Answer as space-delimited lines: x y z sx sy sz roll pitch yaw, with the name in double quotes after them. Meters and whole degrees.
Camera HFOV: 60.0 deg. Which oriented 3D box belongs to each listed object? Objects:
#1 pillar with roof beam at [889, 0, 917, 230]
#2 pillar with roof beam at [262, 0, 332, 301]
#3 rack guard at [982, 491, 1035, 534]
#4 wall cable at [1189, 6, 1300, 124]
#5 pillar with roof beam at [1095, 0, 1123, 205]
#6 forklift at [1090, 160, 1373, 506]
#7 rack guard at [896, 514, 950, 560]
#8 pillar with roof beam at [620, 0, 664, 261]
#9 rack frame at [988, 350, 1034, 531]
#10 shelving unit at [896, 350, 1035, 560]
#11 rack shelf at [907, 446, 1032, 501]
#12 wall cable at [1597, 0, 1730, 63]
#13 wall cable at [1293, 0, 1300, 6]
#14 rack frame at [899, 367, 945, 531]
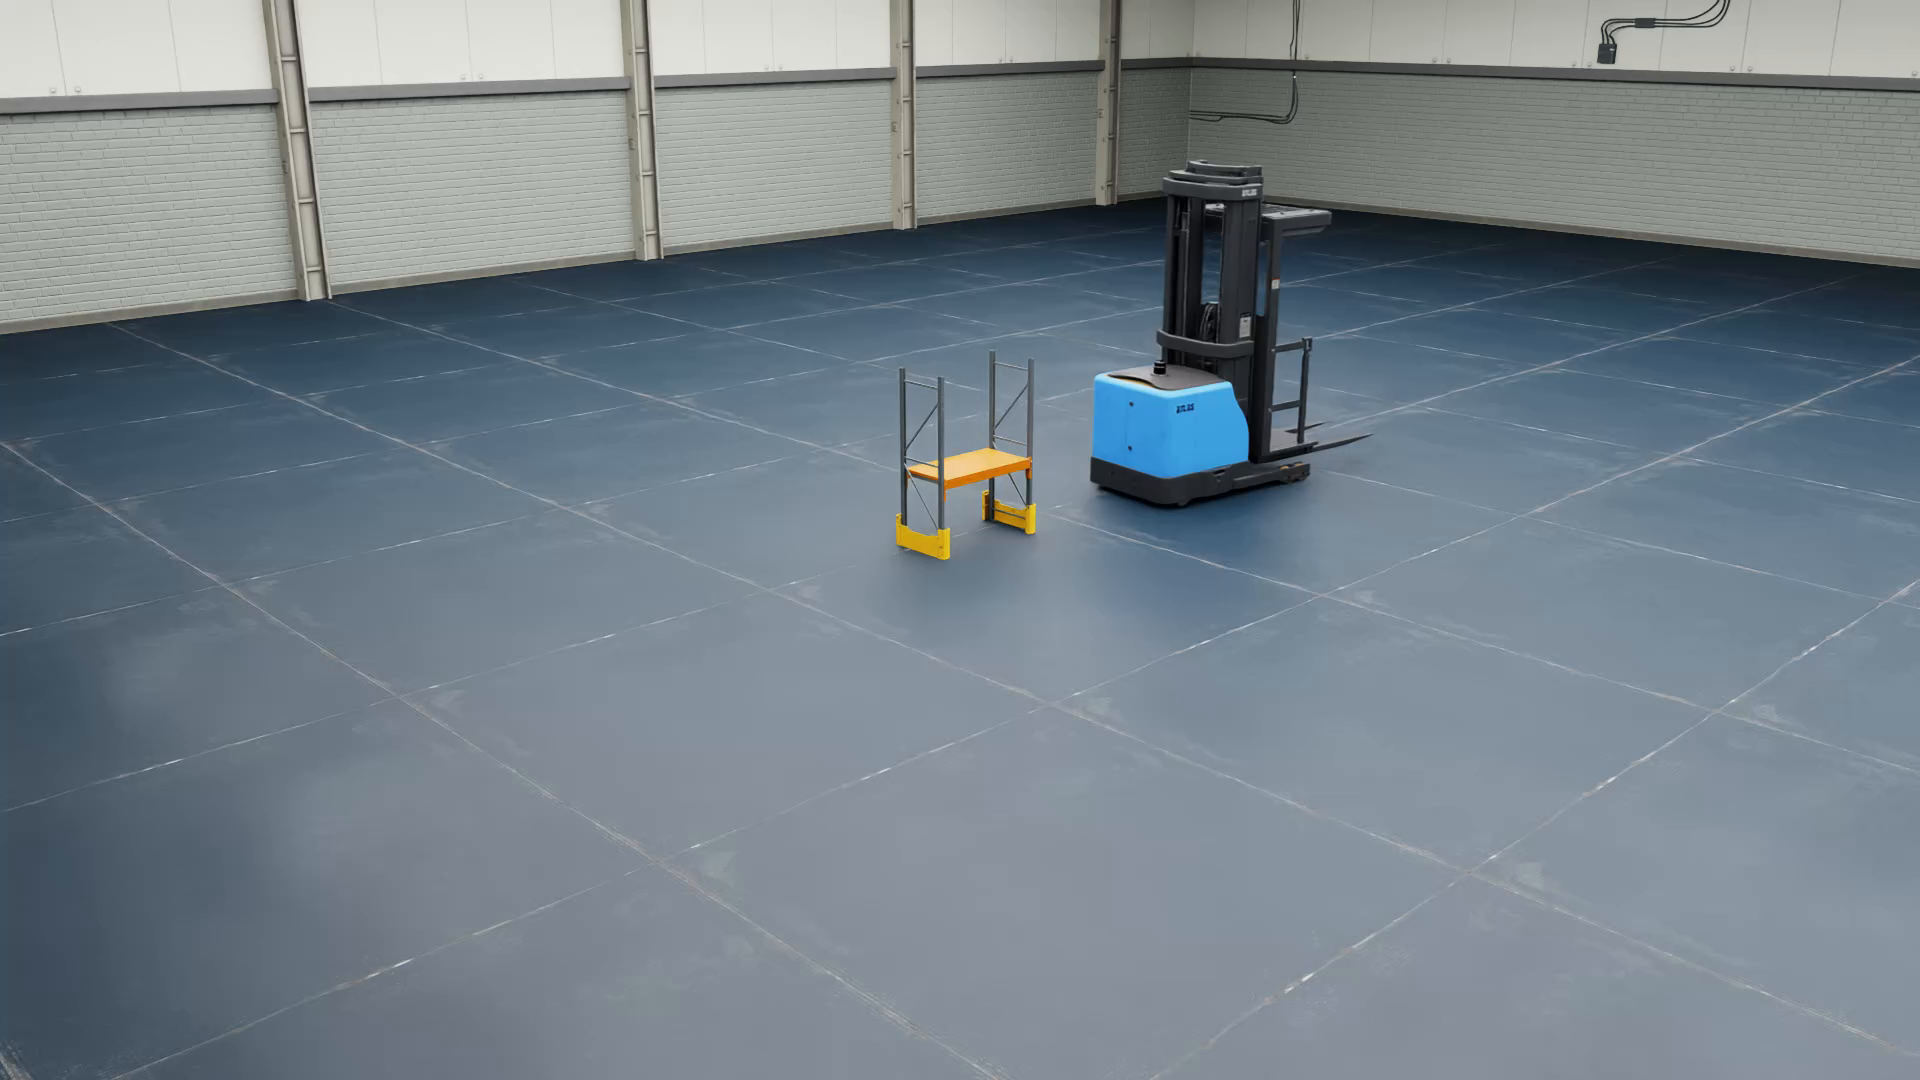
1.853 -9.539 28.816 0.400 9.000 9.100 -16 24 -41 "pillar with roof beam"
-6.866 -6.996 20.973 0.400 9.000 9.100 -16 24 -41 "pillar with roof beam"
0.417 -0.241 14.321 0.087 0.250 0.587 -16 24 -41 "rack guard"
6.305 -10.626 37.203 0.112 2.526 3.097 -16 24 -41 "wall cable"
6.213 -10.811 32.737 0.400 9.000 9.100 -16 24 -41 "pillar with roof beam"
2.692 -2.038 15.517 3.031 2.935 1.130 -13 22 -35 "forklift"
-0.306 -0.030 13.670 0.087 0.250 0.587 -16 24 -41 "rack guard"
-2.506 -8.268 24.894 0.400 9.000 9.100 -16 24 -41 "pillar with roof beam"
0.431 -0.839 14.141 0.032 1.500 0.500 -16 24 -41 "rack frame"
0.055 -0.730 13.803 1.083 1.500 0.587 -16 24 -41 "shelving unit"
0.062 -0.560 13.865 1.000 0.185 0.538 -16 24 -41 "rack shelf"
12.815 -11.590 29.627 0.169 6.003 2.305 -16 24 -41 "wall cable"
8.163 -12.422 34.554 0.112 2.526 3.097 -16 24 -41 "wall cable"
-0.307 -0.624 13.477 0.032 1.500 0.500 -16 24 -41 "rack frame"
